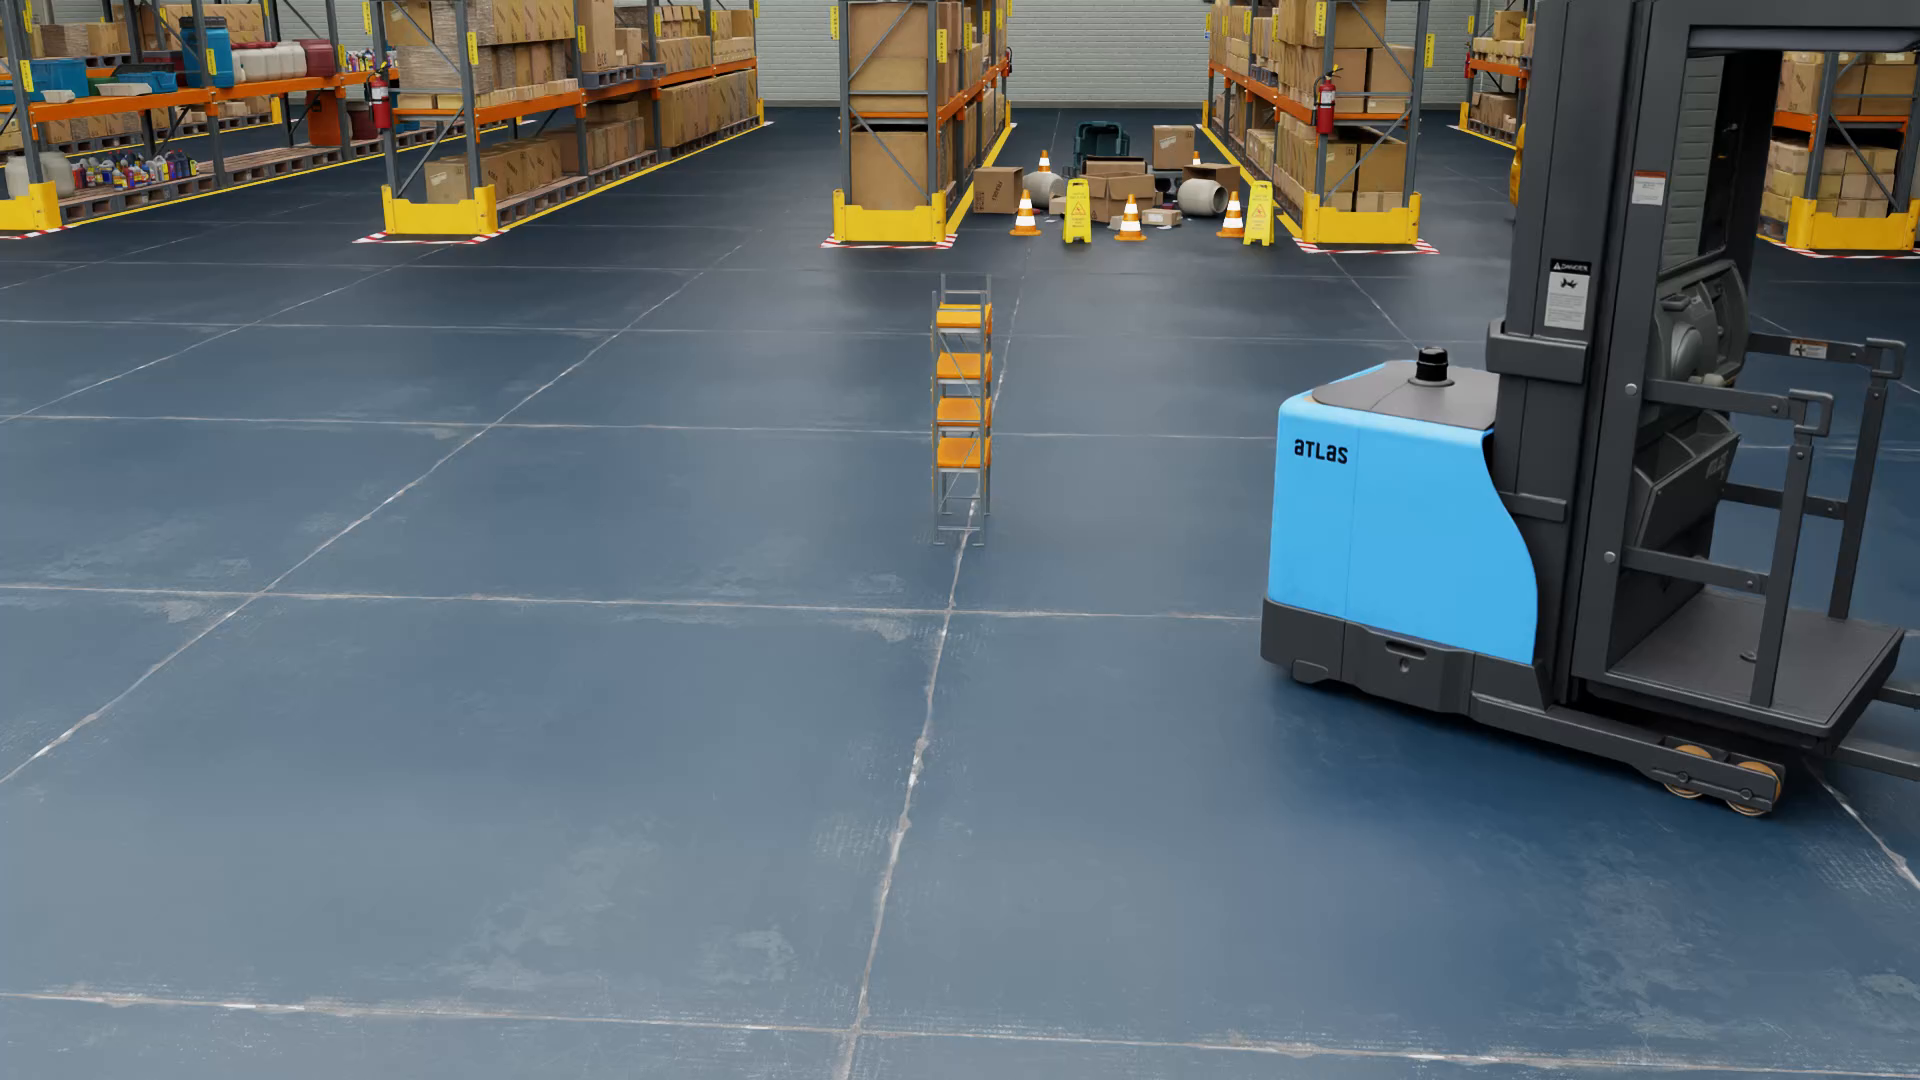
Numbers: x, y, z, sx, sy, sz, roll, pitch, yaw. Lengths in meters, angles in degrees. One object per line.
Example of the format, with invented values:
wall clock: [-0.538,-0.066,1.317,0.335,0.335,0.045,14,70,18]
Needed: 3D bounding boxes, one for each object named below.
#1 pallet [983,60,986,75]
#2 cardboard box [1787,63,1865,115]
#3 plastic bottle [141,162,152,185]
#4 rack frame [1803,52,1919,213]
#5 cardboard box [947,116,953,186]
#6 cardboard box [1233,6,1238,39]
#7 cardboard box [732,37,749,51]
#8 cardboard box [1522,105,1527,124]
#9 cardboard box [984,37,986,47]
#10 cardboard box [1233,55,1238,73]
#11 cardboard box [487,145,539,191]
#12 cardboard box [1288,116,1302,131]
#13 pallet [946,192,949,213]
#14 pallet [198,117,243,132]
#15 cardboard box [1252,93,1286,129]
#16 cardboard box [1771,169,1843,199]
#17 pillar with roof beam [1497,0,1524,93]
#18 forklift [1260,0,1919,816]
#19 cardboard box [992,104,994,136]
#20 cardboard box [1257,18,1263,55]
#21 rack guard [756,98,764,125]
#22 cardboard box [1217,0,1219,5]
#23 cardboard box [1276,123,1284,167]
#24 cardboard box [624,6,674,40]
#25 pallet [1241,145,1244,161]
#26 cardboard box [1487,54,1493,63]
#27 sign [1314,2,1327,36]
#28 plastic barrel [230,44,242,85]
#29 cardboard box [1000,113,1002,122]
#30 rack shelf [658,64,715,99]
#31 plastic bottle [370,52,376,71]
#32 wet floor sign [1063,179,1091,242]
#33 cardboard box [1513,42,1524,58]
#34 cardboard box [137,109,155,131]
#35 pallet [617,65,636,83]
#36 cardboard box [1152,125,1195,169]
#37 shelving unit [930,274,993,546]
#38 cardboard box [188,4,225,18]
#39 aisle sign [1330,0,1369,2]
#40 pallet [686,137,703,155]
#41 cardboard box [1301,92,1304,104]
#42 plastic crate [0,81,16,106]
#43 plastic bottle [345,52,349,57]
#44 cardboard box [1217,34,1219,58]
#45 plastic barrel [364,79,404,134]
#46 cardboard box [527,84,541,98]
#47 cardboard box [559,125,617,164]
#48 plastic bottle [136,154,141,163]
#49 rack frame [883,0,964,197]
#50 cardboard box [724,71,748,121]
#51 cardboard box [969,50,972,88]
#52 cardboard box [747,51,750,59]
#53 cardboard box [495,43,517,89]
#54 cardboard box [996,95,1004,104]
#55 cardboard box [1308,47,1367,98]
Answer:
pallet: [-0.221,-7.255,25.555,1.213,0.211,1.003,1,18,4]
cardboard box: [8.929,-4.655,17.153,0.500,0.500,0.500,1,18,3]
plastic bottle: [-10.133,-4.560,20.696,0.097,0.271,0.097,0,18,0]
rack frame: [9.156,-4.449,16.684,1.000,3.000,0.127,1,18,4]
cardboard box: [-0.568,-4.876,20.725,0.875,0.875,0.875,2,18,5]
cardboard box: [4.699,-8.364,26.864,0.500,0.500,0.500,1,18,3]
cardboard box: [-4.340,-9.505,31.878,0.500,0.250,0.500,1,18,3]
cardboard box: [9.757,-7.043,27.939,0.500,0.500,0.500,2,18,6]
cardboard box: [0.235,-8.215,27.427,0.380,0.149,0.250,1,18,2]
cardboard box: [4.637,-7.609,26.568,0.500,0.250,0.500,1,18,3]
cardboard box: [-5.461,-4.538,20.295,0.500,0.500,0.500,0,18,-1]
cardboard box: [4.060,-4.901,19.557,0.380,0.149,0.250,2,18,7]
pallet: [-0.670,-3.941,19.611,1.003,0.211,1.213,1,18,4]
pallet: [-14.565,-7.997,31.991,1.003,0.211,1.213,1,18,4]
cardboard box: [4.911,-6.446,25.516,0.875,0.875,0.875,1,18,3]
cardboard box: [8.879,-3.738,17.451,0.500,0.250,0.500,1,18,3]
pillar with roof beam: [7.101,-13.183,33.703,9.100,9.000,0.400,1,18,4]
forklift: [2.607,-0.707,5.373,3.031,2.935,1.130,14,23,37]
cardboard box: [0.319,-7.141,28.239,0.500,0.500,0.500,1,18,3]
cardboard box: [4.485,-7.135,23.569,0.500,0.500,0.500,2,18,7]
rack guard: [-4.531,-8.569,33.271,1.175,0.500,0.348,1,18,4]
cardboard box: [4.968,-10.012,30.852,0.380,0.149,0.250,1,18,2]
cardboard box: [4.180,-4.873,20.515,0.500,0.500,0.500,2,18,7]
cardboard box: [-4.988,-8.218,26.414,0.797,0.503,0.637,2,18,5]
pallet: [4.910,-5.961,25.778,1.003,0.211,1.213,1,18,4]
cardboard box: [9.864,-8.804,30.378,0.380,0.149,0.250,1,18,2]
sign: [3.653,-5.278,16.846,0.100,0.325,0.005,1,18,4]
plastic barrel: [-10.046,-6.490,22.693,0.433,0.535,0.433,0,18,0]
cardboard box: [0.595,-7.964,31.315,0.380,0.149,0.250,0,18,1]
rack shelf: [-4.963,-7.544,27.284,1.077,0.370,4.000,1,18,4]
plastic bottle: [-9.565,-7.805,27.112,0.061,0.283,0.133,1,18,4]
wet floor sign: [1.233,-3.466,17.464,0.267,0.644,0.232,-2,18,-6]
cardboard box: [9.809,-8.410,28.534,0.500,0.250,0.500,2,18,5]
cardboard box: [-14.493,-7.437,29.112,0.500,0.500,0.500,1,18,4]
pallet: [-5.207,-6.558,23.427,1.003,0.211,1.213,1,18,4]
cardboard box: [2.714,-5.003,21.174,0.500,0.500,0.500,1,18,4]
shelving unit: [0.012,-0.622,7.893,0.258,1.200,0.503,1,18,4]
cardboard box: [-14.276,-9.872,31.468,0.500,0.500,0.500,2,18,6]
aisle sign: [3.911,-5.781,16.575,0.394,0.787,0.004,1,18,4]
pallet: [-4.884,-6.561,27.606,1.003,0.211,1.213,1,18,4]
cardboard box: [4.040,-4.959,18.644,0.380,0.149,0.250,1,18,3]
plastic crate: [-10.883,-4.982,18.549,0.499,0.251,0.616,1,18,4]
plastic bottle: [-10.162,-7.962,27.612,0.097,0.271,0.097,0,18,0]
cardboard box: [4.949,-8.962,30.295,0.500,0.500,0.500,2,18,6]
plastic barrel: [-9.866,-7.431,28.481,0.600,0.901,0.708,1,18,4]
cardboard box: [-5.237,-5.364,19.879,0.380,0.149,0.250,1,18,4]
cardboard box: [-5.235,-5.555,23.367,0.700,0.500,0.500,0,18,-1]
plastic bottle: [-10.683,-4.859,21.590,0.061,0.283,0.133,1,18,4]
rack frame: [-0.453,-5.880,21.051,1.000,3.000,0.127,1,18,4]
cardboard box: [-4.564,-8.456,31.650,0.875,0.875,0.875,1,18,4]
cardboard box: [-0.111,-6.242,21.994,0.500,0.500,0.500,1,18,4]
cardboard box: [-4.266,-9.353,32.053,0.380,0.149,0.250,1,18,4]
cardboard box: [-5.618,-5.451,19.104,0.875,0.500,0.500,1,18,4]
cardboard box: [0.655,-8.405,31.704,0.380,0.149,0.250,1,18,3]
cardboard box: [3.969,-4.922,17.490,0.500,0.500,0.500,1,18,3]
